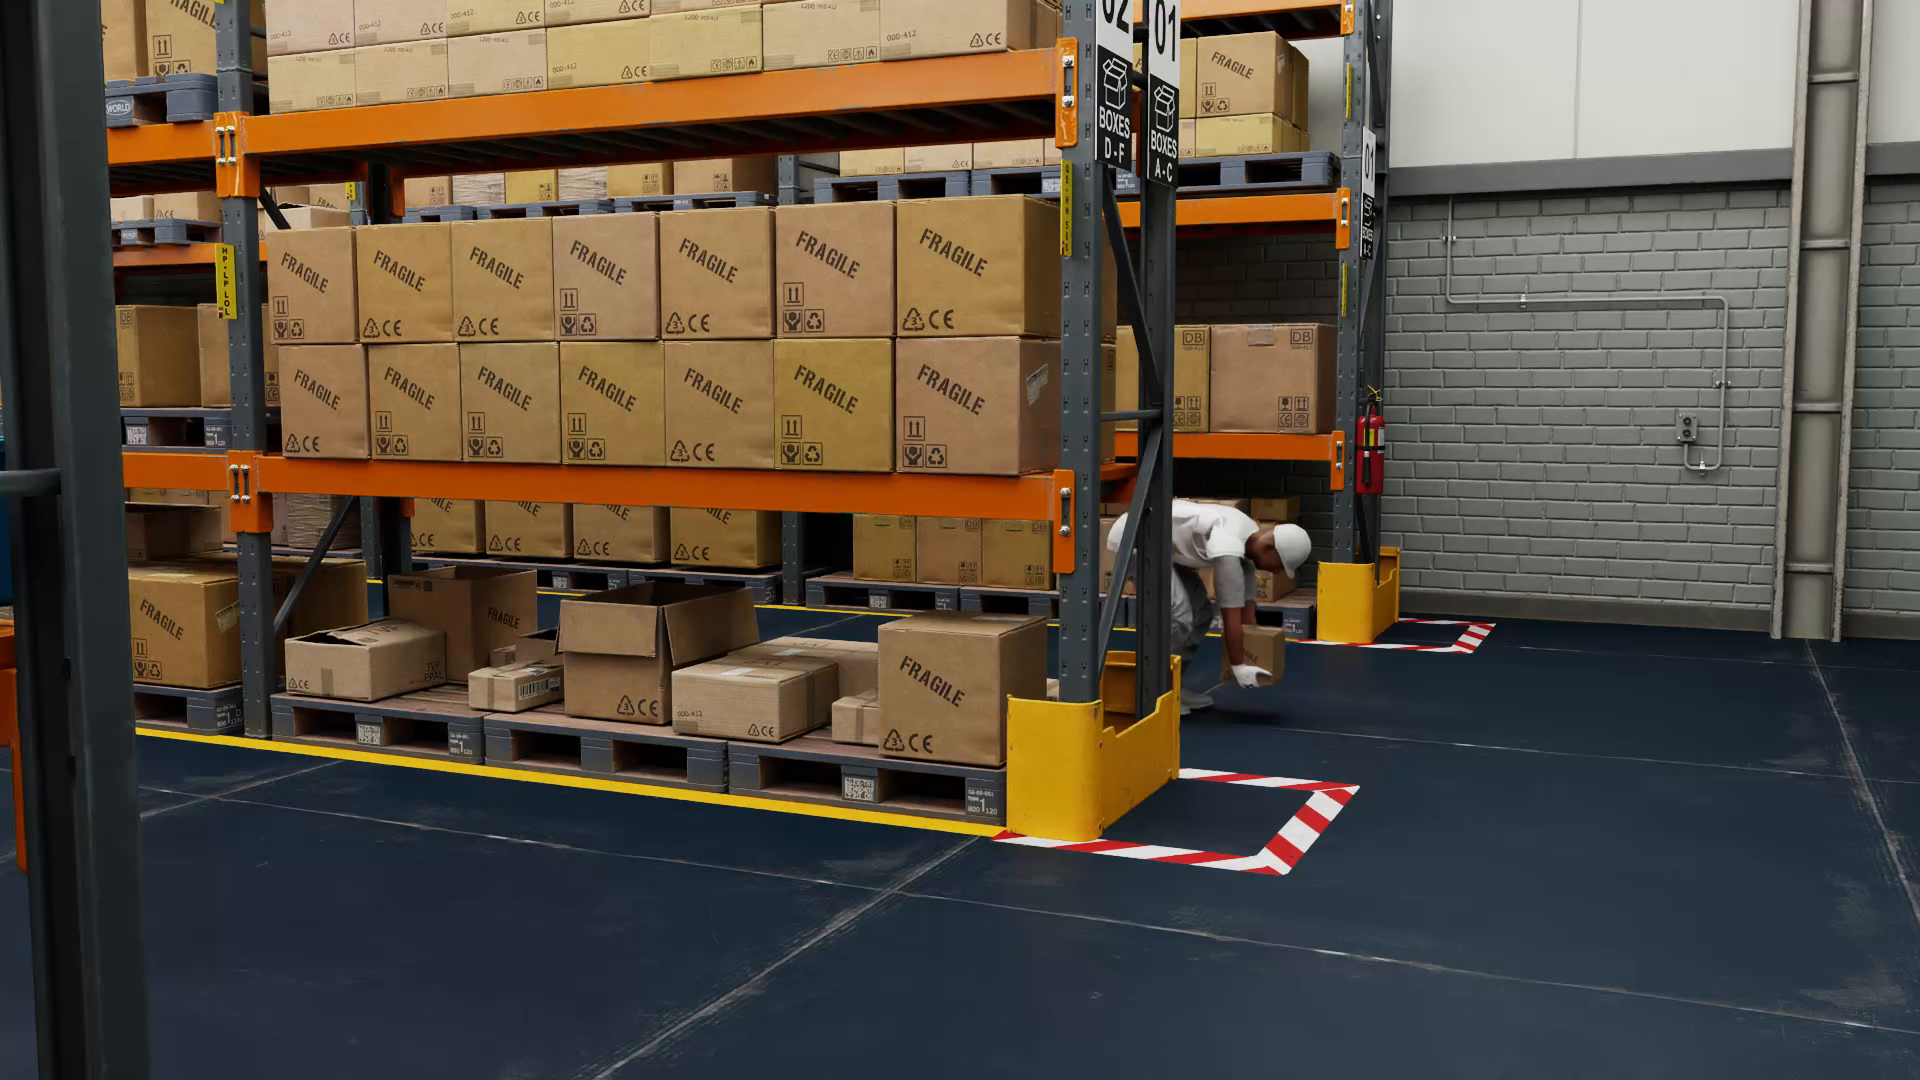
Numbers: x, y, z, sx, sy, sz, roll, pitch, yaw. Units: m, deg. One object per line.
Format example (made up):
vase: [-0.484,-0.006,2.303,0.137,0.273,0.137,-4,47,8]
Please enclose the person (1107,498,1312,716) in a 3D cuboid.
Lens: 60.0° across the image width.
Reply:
person: [1.221,0.330,8.183,0.990,1.063,0.513,2,6,21]
